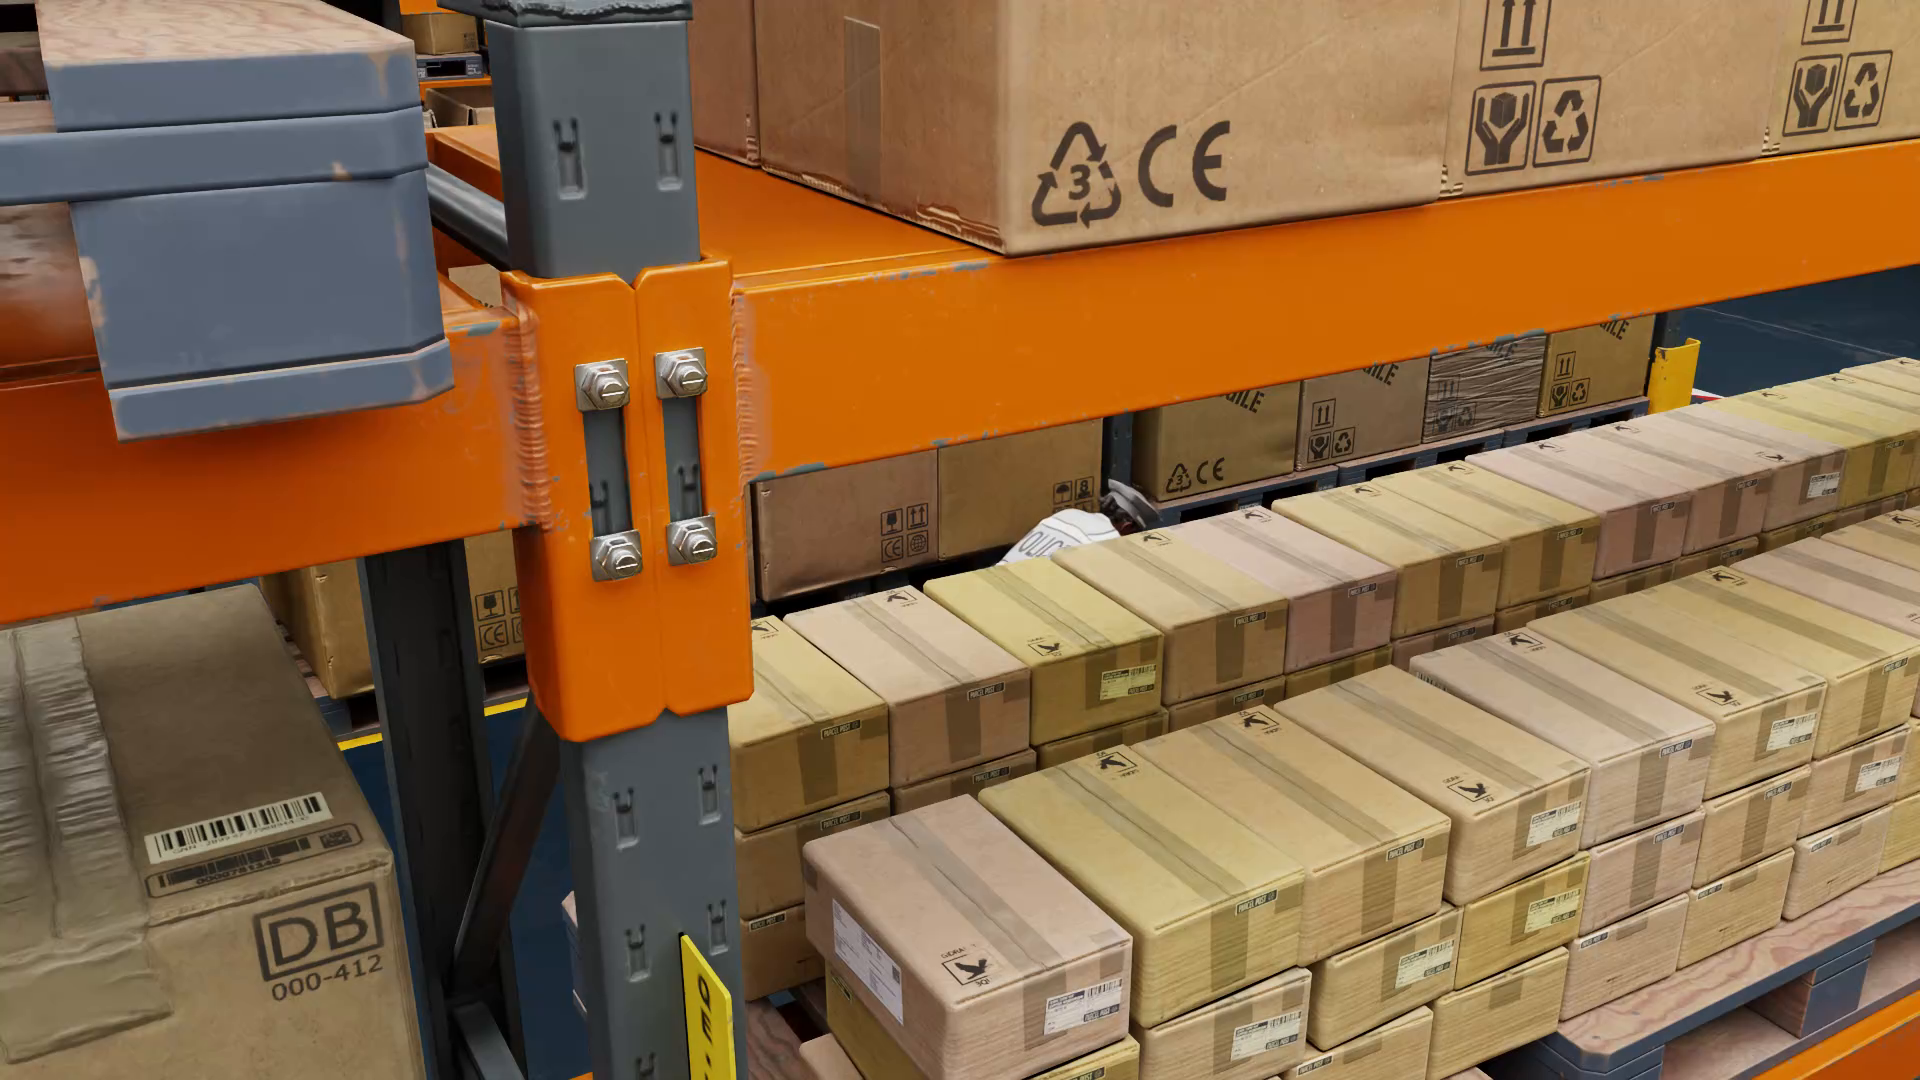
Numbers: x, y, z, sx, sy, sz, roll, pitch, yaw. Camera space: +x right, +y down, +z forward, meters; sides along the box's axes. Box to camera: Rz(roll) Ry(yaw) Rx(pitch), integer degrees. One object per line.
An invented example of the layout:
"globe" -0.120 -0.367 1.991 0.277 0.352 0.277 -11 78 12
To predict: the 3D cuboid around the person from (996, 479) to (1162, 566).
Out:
"person" 0.443 0.232 6.623 0.868 0.846 0.479 -12 25 -28
